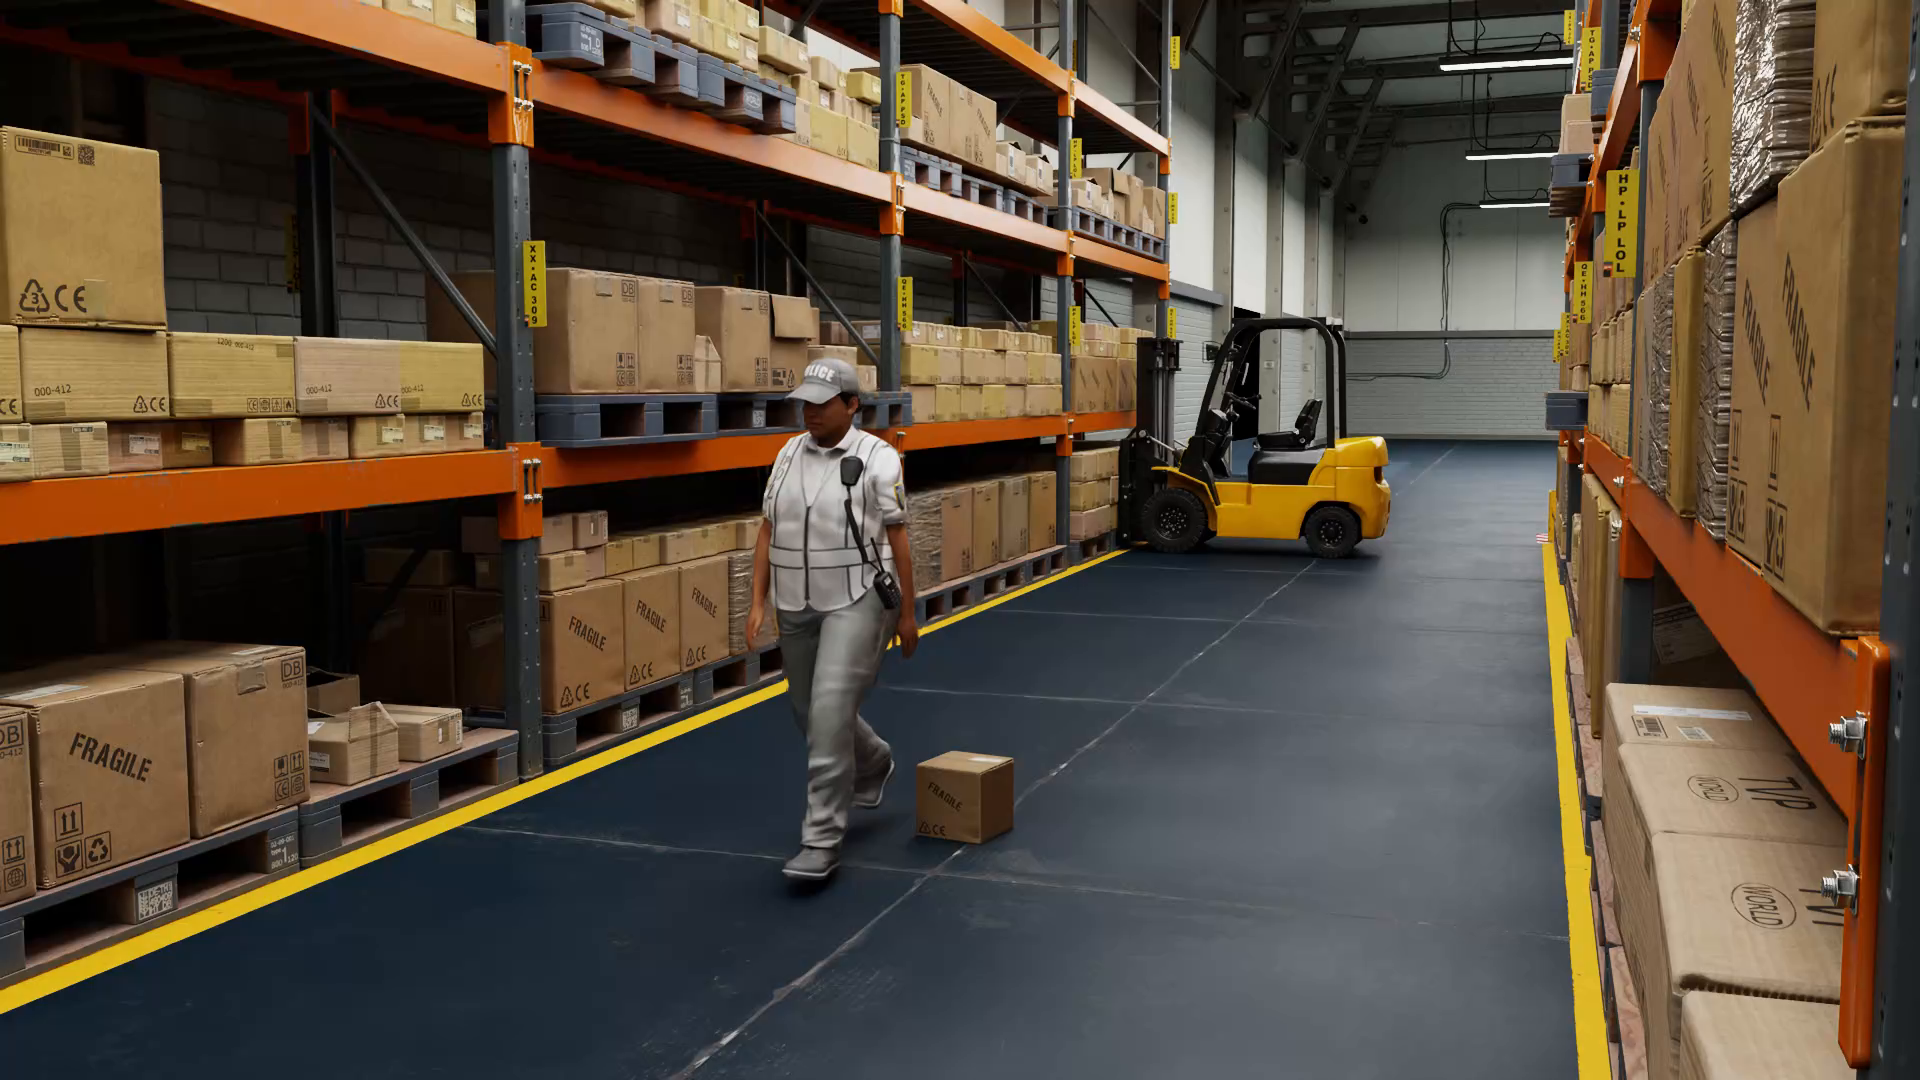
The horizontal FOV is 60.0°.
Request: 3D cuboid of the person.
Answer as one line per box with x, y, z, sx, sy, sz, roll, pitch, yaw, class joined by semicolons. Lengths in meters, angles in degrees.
-0.419;0.213;5.447;0.526;1.616;0.972;3;6;26;person
